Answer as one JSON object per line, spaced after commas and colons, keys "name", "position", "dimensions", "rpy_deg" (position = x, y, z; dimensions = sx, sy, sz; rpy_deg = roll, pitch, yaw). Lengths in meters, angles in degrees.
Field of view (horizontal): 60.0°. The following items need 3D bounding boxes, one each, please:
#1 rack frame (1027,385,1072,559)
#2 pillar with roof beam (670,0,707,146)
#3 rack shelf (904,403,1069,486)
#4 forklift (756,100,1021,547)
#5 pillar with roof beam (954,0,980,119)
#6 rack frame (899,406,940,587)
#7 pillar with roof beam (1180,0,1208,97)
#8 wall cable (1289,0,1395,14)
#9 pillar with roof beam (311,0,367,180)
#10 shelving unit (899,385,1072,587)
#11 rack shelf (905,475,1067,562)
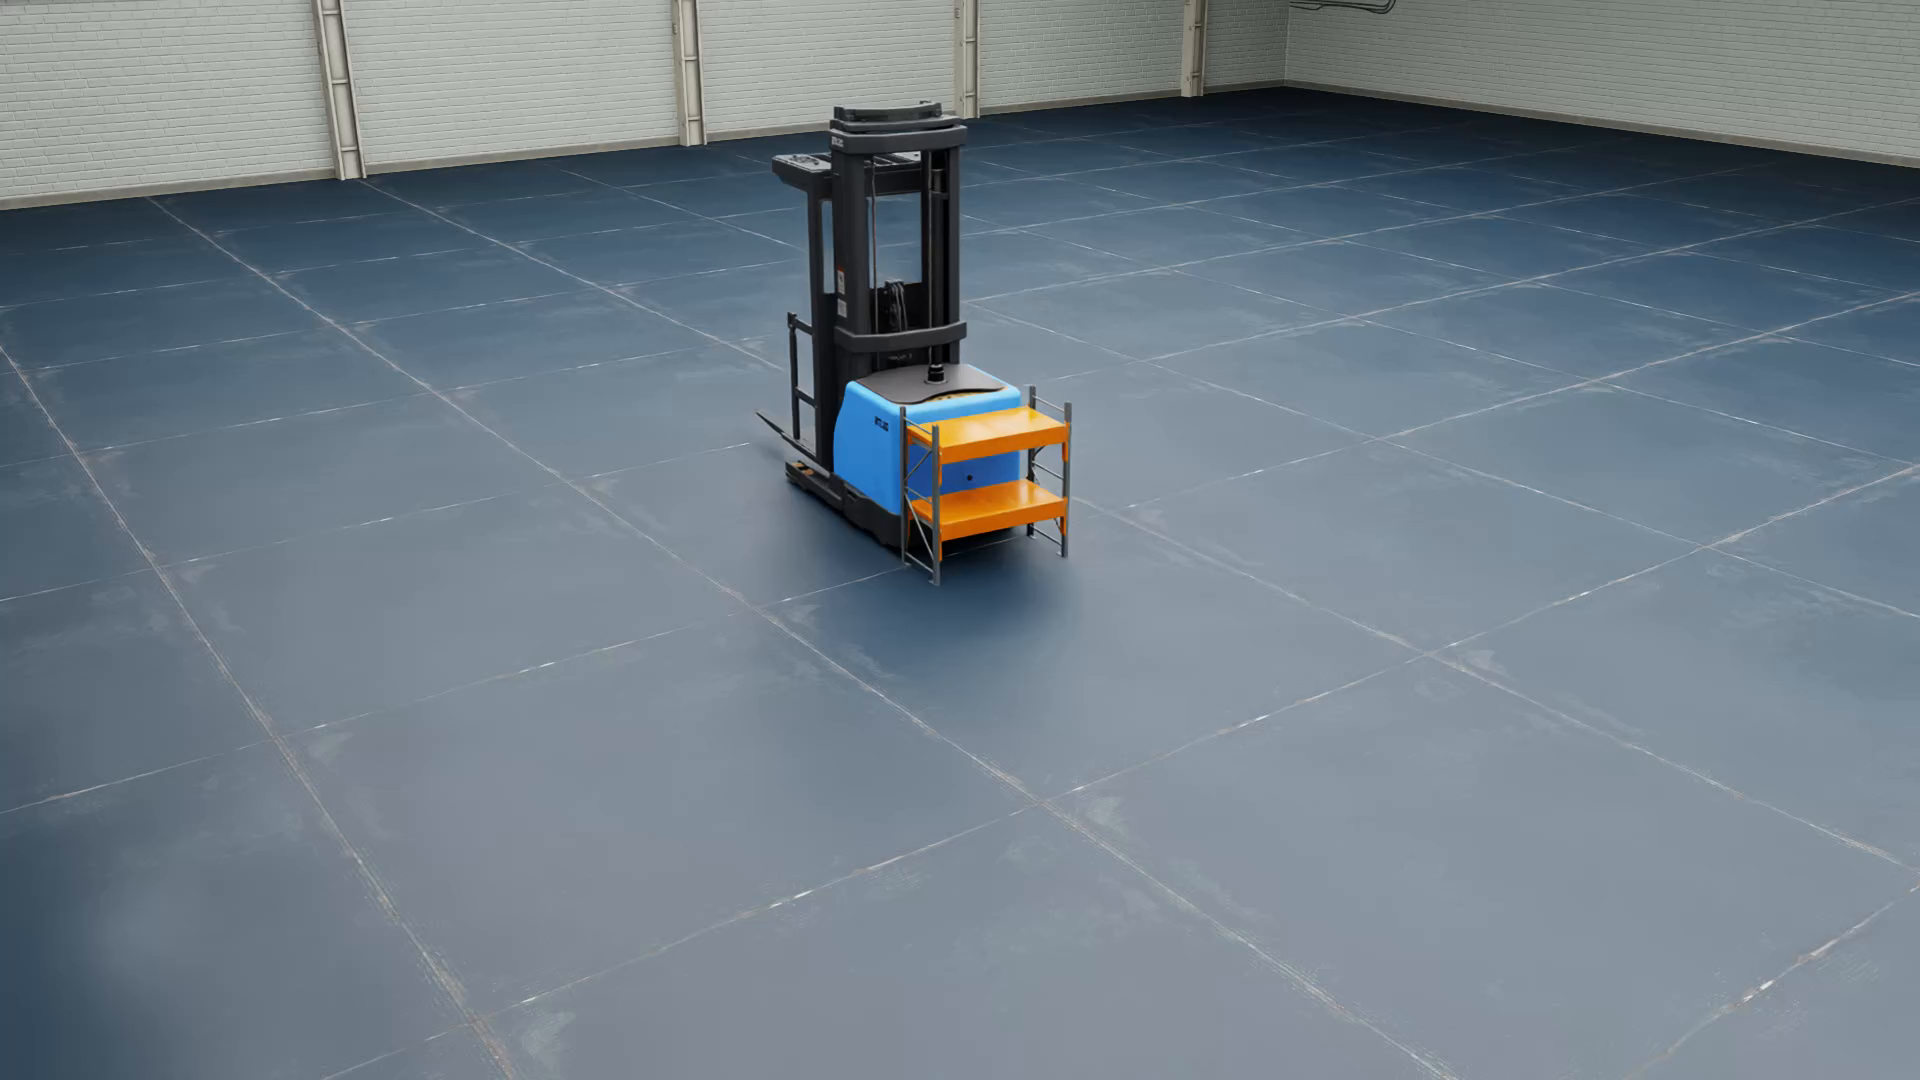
{"name": "rack frame", "position": [0.616, -0.477, 11.573], "dimensions": [0.032, 1.125, 0.500], "rpy_deg": [-12, 25, -27]}
{"name": "pillar with roof beam", "position": [-2.216, -9.897, 24.557], "dimensions": [0.400, 9.000, 9.100], "rpy_deg": [-15, 26, -33]}
{"name": "rack shelf", "position": [0.174, -0.656, 11.233], "dimensions": [1.000, 0.278, 0.538], "rpy_deg": [-12, 25, -27]}
{"name": "forklift", "position": [-0.703, -1.812, 12.484], "dimensions": [1.130, 2.935, 3.031], "rpy_deg": [-11, 24, -26]}
{"name": "pillar with roof beam", "position": [2.654, -11.196, 27.811], "dimensions": [0.400, 9.000, 9.100], "rpy_deg": [-15, 26, -33]}
{"name": "rack frame", "position": [-0.269, -0.292, 11.110], "dimensions": [0.032, 1.125, 0.500], "rpy_deg": [-12, 25, -27]}
{"name": "pillar with roof beam", "position": [7.525, -12.494, 31.066], "dimensions": [0.400, 9.000, 9.100], "rpy_deg": [-15, 26, -33]}
{"name": "wall cable", "position": [8.174, -12.587, 35.488], "dimensions": [0.112, 2.526, 3.097], "rpy_deg": [-15, 26, -33]}
{"name": "pillar with roof beam", "position": [-7.087, -8.598, 21.302], "dimensions": [0.400, 9.000, 9.100], "rpy_deg": [-15, 26, -33]}
{"name": "shelving unit", "position": [0.174, -0.384, 11.342], "dimensions": [1.048, 1.125, 0.538], "rpy_deg": [-12, 25, -27]}
{"name": "rack shelf", "position": [0.174, -0.157, 11.432], "dimensions": [1.000, 0.278, 0.538], "rpy_deg": [-12, 25, -27]}
